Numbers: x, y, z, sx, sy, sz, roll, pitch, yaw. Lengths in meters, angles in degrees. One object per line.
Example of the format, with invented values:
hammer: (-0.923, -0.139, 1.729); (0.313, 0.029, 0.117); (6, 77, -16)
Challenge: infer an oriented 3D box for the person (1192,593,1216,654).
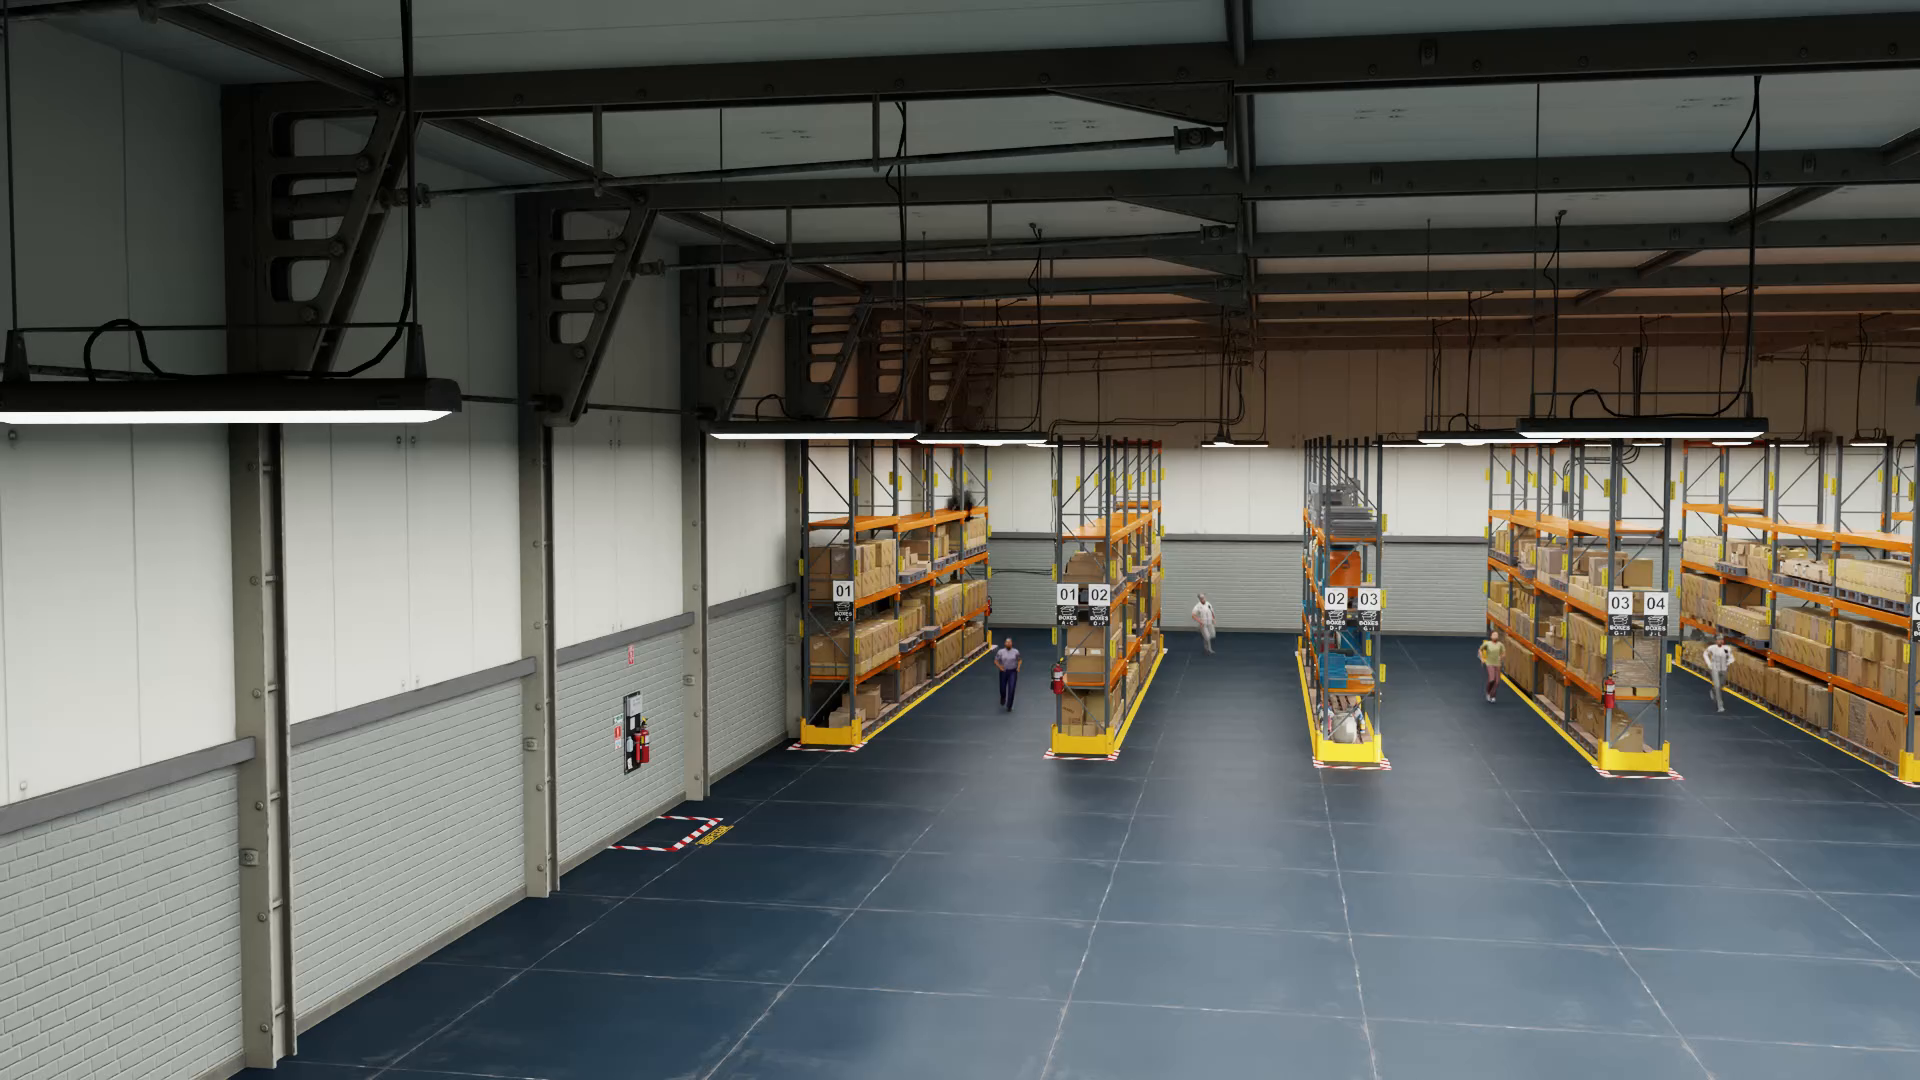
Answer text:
person: (6.862, 2.339, 46.828); (0.706, 1.708, 0.555); (-1, 3, -16)

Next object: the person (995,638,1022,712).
person: (1.067, 2.945, 36.563); (0.604, 1.603, 0.601); (0, 3, -2)

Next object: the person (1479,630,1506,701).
person: (12.073, 2.855, 37.616); (0.559, 1.632, 0.602); (0, 3, 2)

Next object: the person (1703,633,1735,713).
person: (16.785, 2.900, 36.749); (0.582, 1.709, 1.097); (0, 3, 5)

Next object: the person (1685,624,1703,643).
person: (20.275, 2.421, 45.676); (0.733, 1.747, 0.704); (2, 4, 35)
